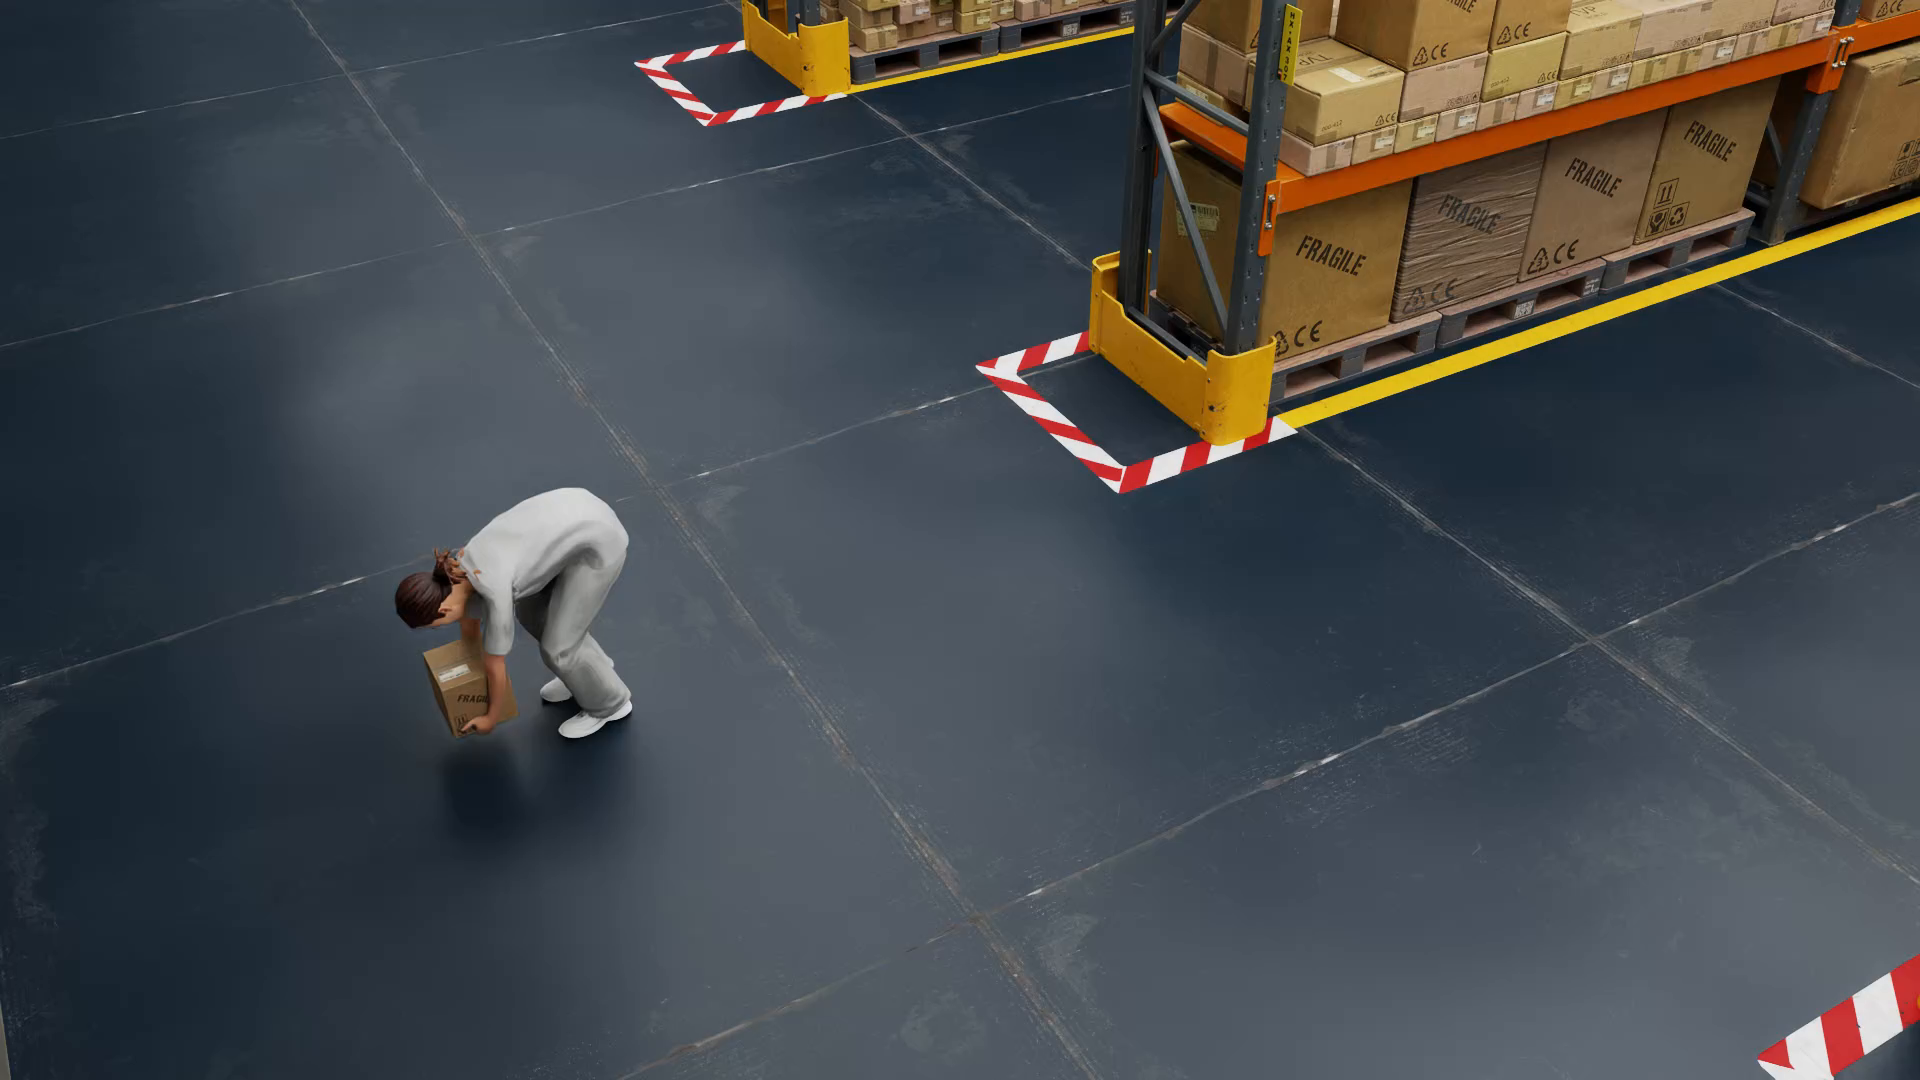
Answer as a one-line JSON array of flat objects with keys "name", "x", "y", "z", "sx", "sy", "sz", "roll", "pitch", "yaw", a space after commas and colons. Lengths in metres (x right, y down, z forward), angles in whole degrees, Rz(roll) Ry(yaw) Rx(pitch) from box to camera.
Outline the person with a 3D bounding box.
[{"name": "person", "x": -1.647, "y": 0.329, "z": 6.286, "sx": 0.864, "sy": 0.986, "sz": 0.452, "roll": -21, "pitch": 42, "yaw": -26}]
